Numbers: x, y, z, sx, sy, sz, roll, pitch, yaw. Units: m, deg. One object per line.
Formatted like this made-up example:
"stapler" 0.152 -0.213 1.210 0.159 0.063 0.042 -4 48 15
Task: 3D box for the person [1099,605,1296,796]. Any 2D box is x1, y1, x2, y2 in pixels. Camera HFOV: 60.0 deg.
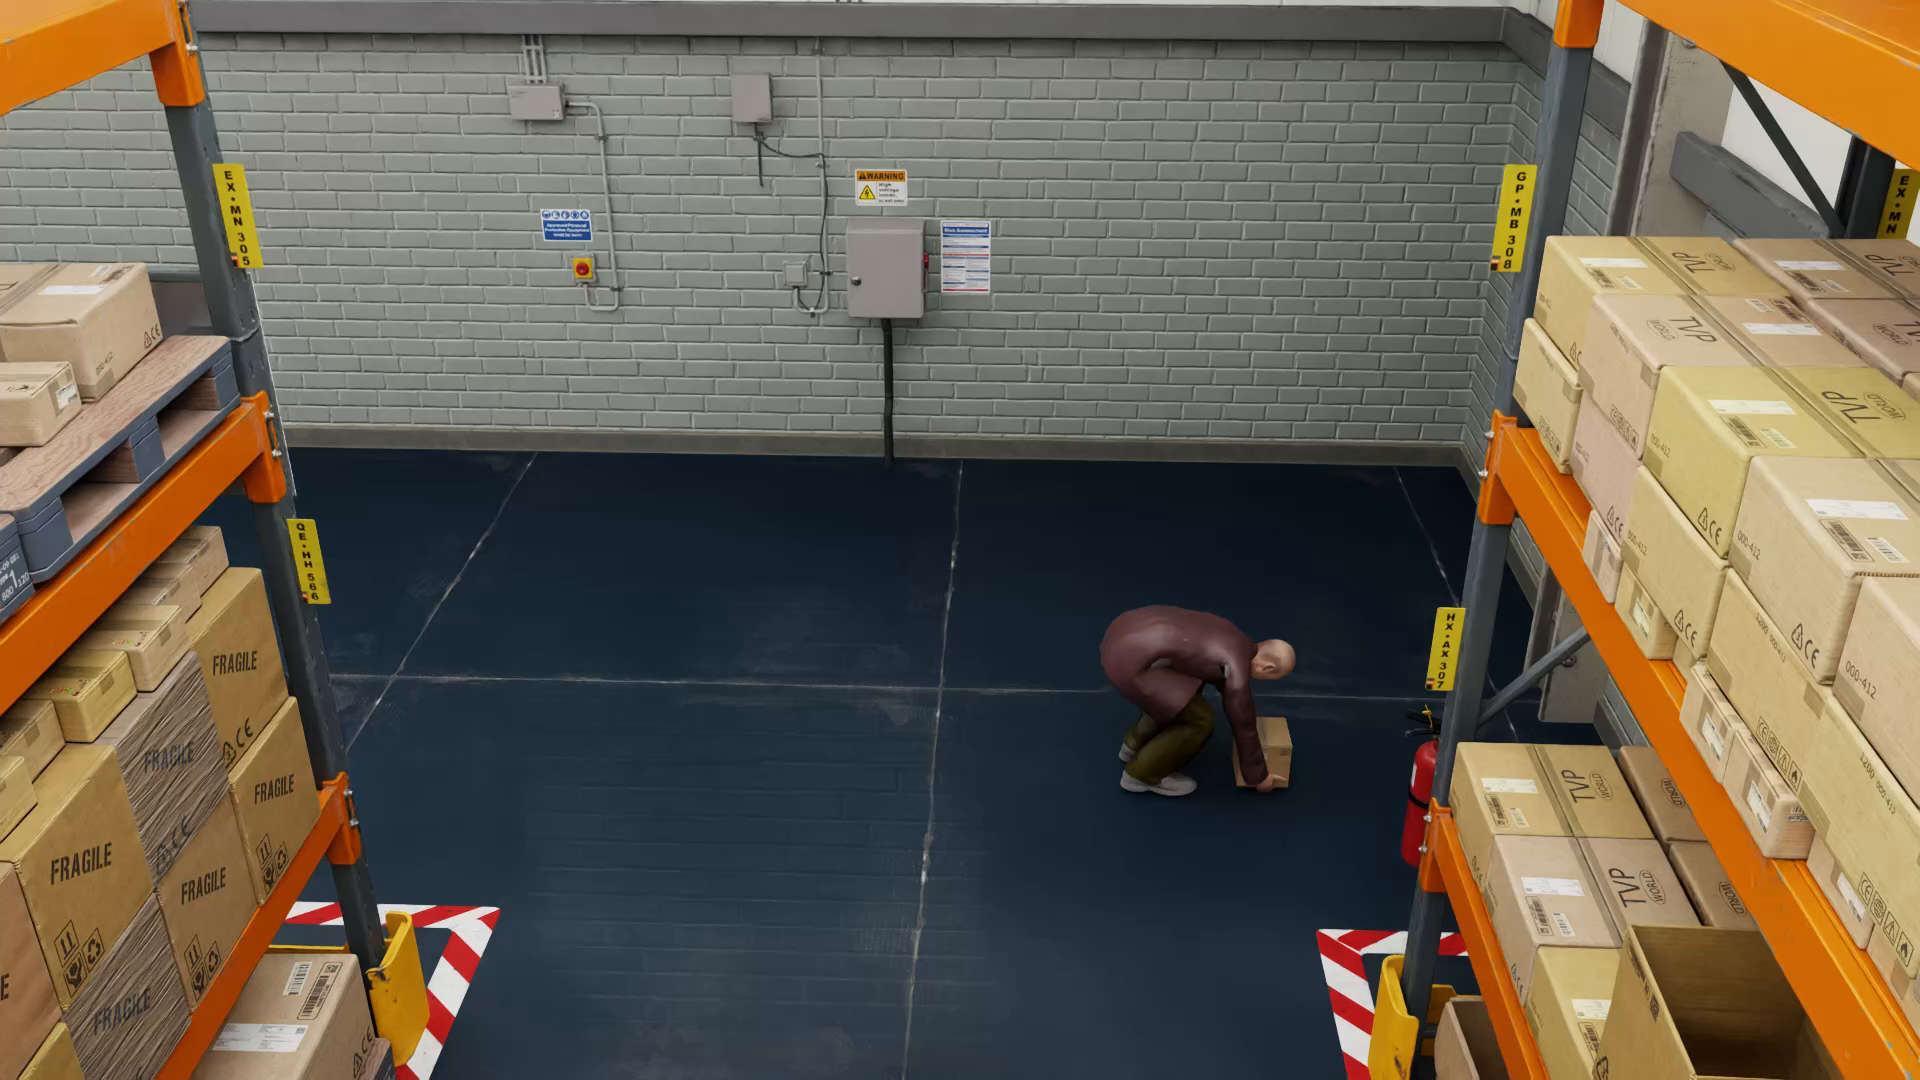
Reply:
"person" 1.144 0.757 8.097 0.947 0.943 0.595 0 28 0
